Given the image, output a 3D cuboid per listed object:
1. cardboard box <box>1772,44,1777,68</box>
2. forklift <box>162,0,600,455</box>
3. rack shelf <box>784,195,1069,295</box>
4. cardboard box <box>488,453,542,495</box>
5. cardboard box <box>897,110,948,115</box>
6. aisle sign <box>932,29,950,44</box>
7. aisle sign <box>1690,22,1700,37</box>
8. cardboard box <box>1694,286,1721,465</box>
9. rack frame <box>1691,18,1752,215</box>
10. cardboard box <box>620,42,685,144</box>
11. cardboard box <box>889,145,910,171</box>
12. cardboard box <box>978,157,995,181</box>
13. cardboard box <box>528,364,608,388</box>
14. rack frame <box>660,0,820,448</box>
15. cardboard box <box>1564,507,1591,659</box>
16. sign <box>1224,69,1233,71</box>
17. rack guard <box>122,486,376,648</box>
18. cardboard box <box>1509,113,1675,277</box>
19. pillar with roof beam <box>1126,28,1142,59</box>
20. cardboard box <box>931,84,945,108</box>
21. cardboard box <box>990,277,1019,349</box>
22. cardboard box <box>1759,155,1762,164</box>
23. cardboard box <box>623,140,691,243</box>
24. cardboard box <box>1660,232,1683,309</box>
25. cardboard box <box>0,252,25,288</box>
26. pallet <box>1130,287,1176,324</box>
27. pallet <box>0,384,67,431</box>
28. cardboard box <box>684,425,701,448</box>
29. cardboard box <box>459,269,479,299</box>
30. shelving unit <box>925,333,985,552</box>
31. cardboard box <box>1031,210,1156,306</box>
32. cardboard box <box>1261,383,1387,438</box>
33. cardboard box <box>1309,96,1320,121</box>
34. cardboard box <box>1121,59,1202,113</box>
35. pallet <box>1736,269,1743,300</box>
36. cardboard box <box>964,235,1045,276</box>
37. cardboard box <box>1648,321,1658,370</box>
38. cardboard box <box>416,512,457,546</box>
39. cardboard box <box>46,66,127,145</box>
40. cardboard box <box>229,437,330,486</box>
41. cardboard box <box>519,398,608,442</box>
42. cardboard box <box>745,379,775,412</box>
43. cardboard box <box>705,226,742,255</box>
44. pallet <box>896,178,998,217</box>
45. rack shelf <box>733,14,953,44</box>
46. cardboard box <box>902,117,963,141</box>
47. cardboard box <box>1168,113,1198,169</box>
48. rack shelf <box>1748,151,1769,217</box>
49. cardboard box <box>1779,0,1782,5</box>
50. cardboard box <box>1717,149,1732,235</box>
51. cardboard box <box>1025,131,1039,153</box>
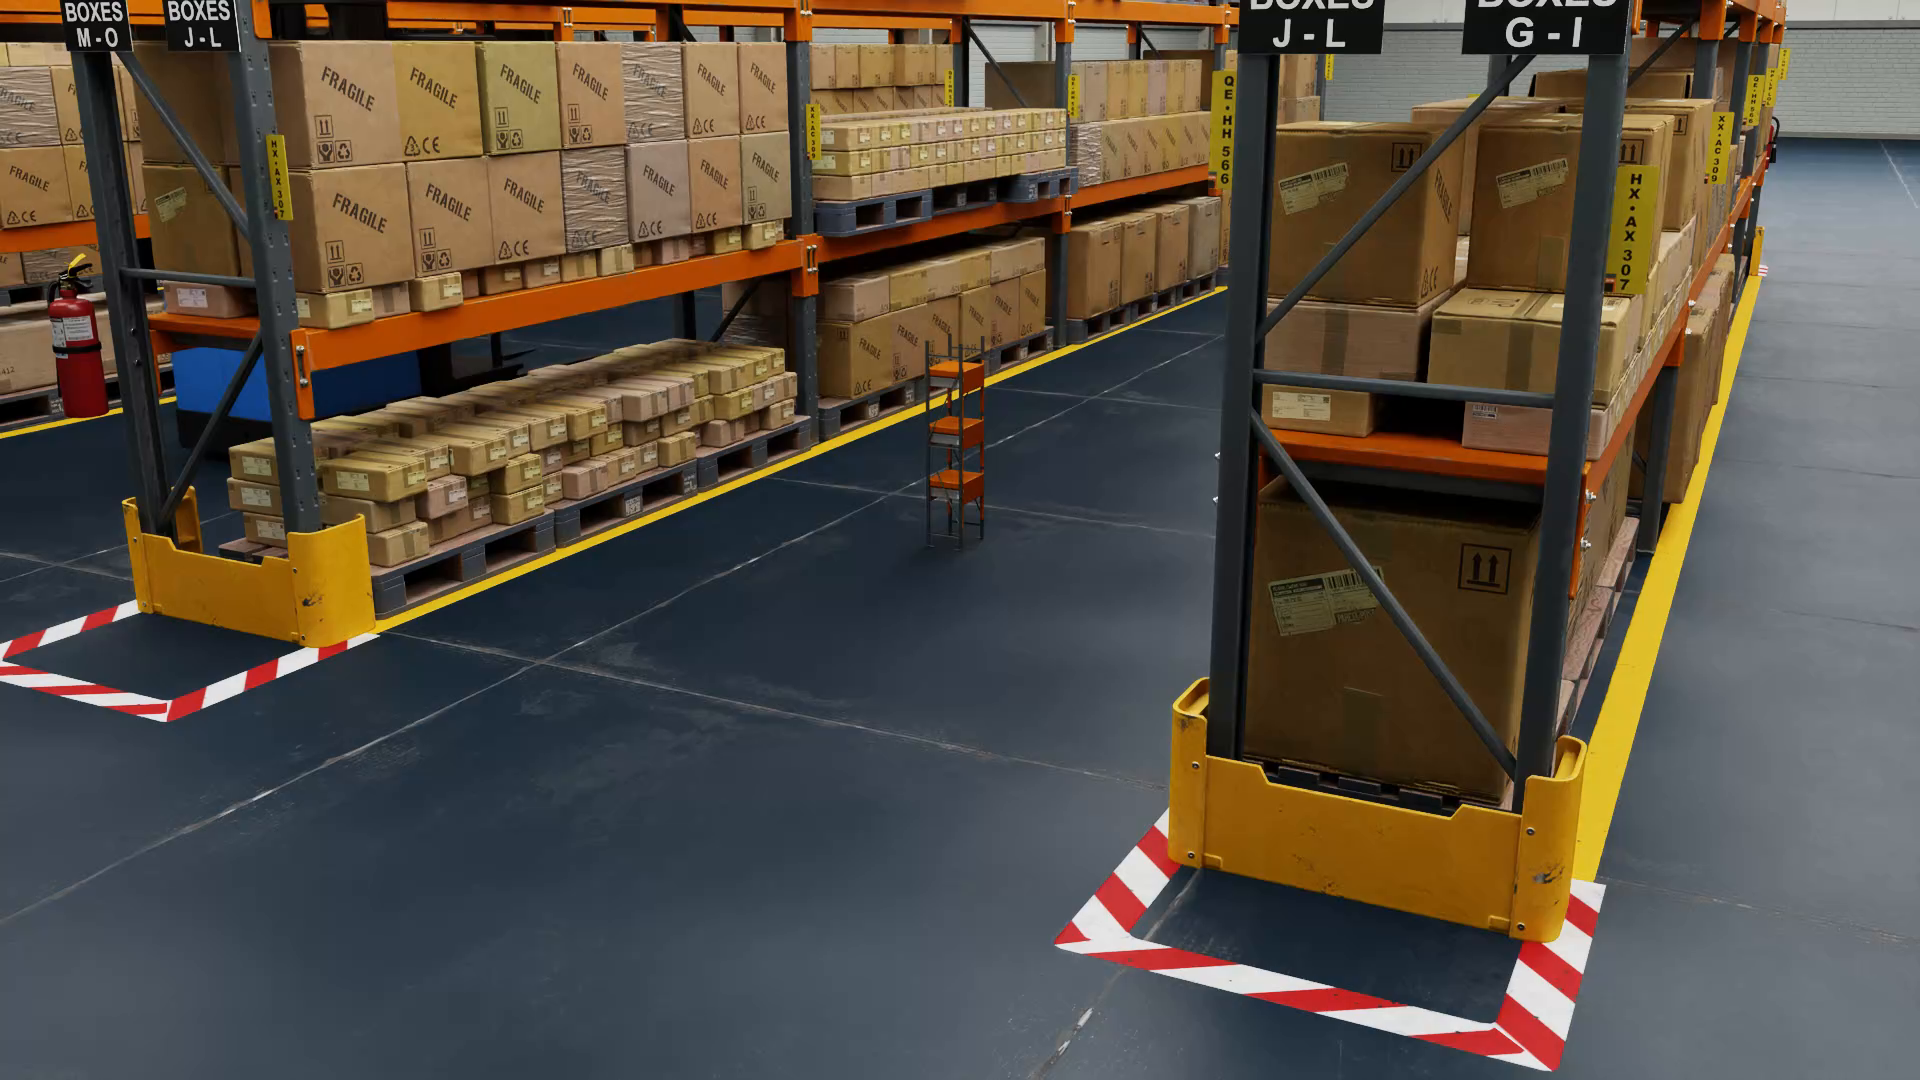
[{"bbox_3d":[7.917,-4.736,16.748,0.500,0.500,0.500,8,18,25],"label":"cardboard box"},{"bbox_3d":[-3.670,-2.225,10.866,1.130,2.935,3.031,8,19,26],"label":"forklift"},{"bbox_3d":[-0.475,-2.258,12.121,1.077,0.370,4.000,8,18,25],"label":"rack shelf"},{"bbox_3d":[-2.277,-0.340,8.149,0.380,0.149,0.250,9,19,27],"label":"cardboard box"},{"bbox_3d":[-0.311,-3.187,12.645,0.380,0.149,0.250,7,18,23],"label":"cardboard box"},{"bbox_3d":[-0.193,-6.979,22.187,0.394,0.787,0.004,8,18,25],"label":"aisle sign"},{"bbox_3d":[8.145,-5.793,18.195,0.394,0.787,0.004,8,18,25],"label":"aisle sign"},{"bbox_3d":[3.690,-1.013,9.659,1.225,0.875,0.875,7,18,23],"label":"cardboard box"},{"bbox_3d":[4.811,-2.455,11.523,1.000,3.000,0.127,8,18,25],"label":"rack frame"},{"bbox_3d":[-1.804,-2.348,8.707,0.500,0.500,0.500,9,19,27],"label":"cardboard box"},{"bbox_3d":[-0.552,-2.491,10.823,0.380,0.149,0.250,9,19,27],"label":"cardboard box"},{"bbox_3d":[0.032,-2.683,11.992,0.380,0.149,0.250,9,19,27],"label":"cardboard box"},{"bbox_3d":[-2.236,-0.895,9.493,0.380,0.149,0.250,9,19,27],"label":"cardboard box"},{"bbox_3d":[-1.368,-2.093,10.304,1.000,3.000,0.127,8,18,25],"label":"rack frame"},{"bbox_3d":[1.857,-0.005,6.268,0.875,0.875,0.875,8,18,25],"label":"cardboard box"},{"bbox_3d":[2.696,-4.582,16.787,0.100,0.325,0.005,8,18,25],"label":"sign"},{"bbox_3d":[-3.122,0.105,7.294,1.175,0.500,0.348,8,18,25],"label":"rack guard"},{"bbox_3d":[2.142,-1.196,5.706,0.500,0.500,0.500,8,18,24],"label":"cardboard box"},{"bbox_3d":[8.536,-14.763,42.424,9.100,9.000,0.400,8,18,25],"label":"pillar with roof beam"},{"bbox_3d":[-0.476,-5.771,21.988,0.500,0.500,0.500,8,18,24],"label":"cardboard box"},{"bbox_3d":[0.123,-1.783,12.910,0.500,0.500,0.500,9,19,28],"label":"cardboard box"},{"bbox_3d":[7.867,-3.878,16.755,0.380,0.149,0.250,8,18,25],"label":"cardboard box"},{"bbox_3d":[-1.788,-1.866,8.841,0.500,0.500,0.500,8,18,25],"label":"cardboard box"},{"bbox_3d":[2.604,-1.099,6.698,0.500,0.250,0.500,9,19,26],"label":"cardboard box"},{"bbox_3d":[-9.411,-2.689,15.962,0.500,0.500,0.500,8,18,24],"label":"cardboard box"},{"bbox_3d":[1.385,-2.276,15.817,1.003,0.211,1.213,8,18,25],"label":"pallet"},{"bbox_3d":[-6.796,-0.865,11.066,1.003,0.211,1.213,8,18,25],"label":"pallet"},{"bbox_3d":[-1.717,-0.602,9.553,0.380,0.149,0.250,8,18,24],"label":"cardboard box"},{"bbox_3d":[-2.480,-1.210,7.771,0.380,0.149,0.250,9,19,28],"label":"cardboard box"},{"bbox_3d":[-0.024,-0.490,8.329,0.215,1.050,0.252,8,18,25],"label":"shelving unit"},{"bbox_3d":[1.159,-2.602,15.230,1.050,0.750,0.750,8,19,26],"label":"cardboard box"},{"bbox_3d":[1.101,-0.430,5.144,0.380,0.149,0.250,8,19,26],"label":"cardboard box"},{"bbox_3d":[3.868,-5.121,20.236,0.875,0.550,0.550,8,18,25],"label":"cardboard box"},{"bbox_3d":[1.990,-4.531,16.580,0.700,0.500,0.500,8,18,24],"label":"cardboard box"},{"bbox_3d":[7.411,-2.625,16.991,1.003,0.211,1.213,8,18,25],"label":"pallet"},{"bbox_3d":[0.348,-2.267,13.225,0.500,0.250,0.500,8,18,24],"label":"cardboard box"},{"bbox_3d":[2.376,-0.738,6.181,0.380,0.149,0.250,8,18,24],"label":"cardboard box"},{"bbox_3d":[-2.592,-0.079,7.791,0.380,0.149,0.250,8,18,25],"label":"cardboard box"},{"bbox_3d":[-6.040,-2.941,11.226,0.500,0.500,0.500,8,18,25],"label":"cardboard box"},{"bbox_3d":[-3.146,-0.361,7.697,0.380,0.149,0.250,8,18,26],"label":"cardboard box"},{"bbox_3d":[-2.047,-0.622,8.576,0.380,0.149,0.250,8,19,26],"label":"cardboard box"},{"bbox_3d":[-1.335,-0.879,9.964,0.380,0.149,0.250,7,18,23],"label":"cardboard box"},{"bbox_3d":[-1.477,-1.730,9.523,0.380,0.149,0.250,9,19,28],"label":"cardboard box"},{"bbox_3d":[-0.429,-2.511,12.046,1.003,0.211,1.213,8,18,25],"label":"pallet"},{"bbox_3d":[-1.374,-6.338,20.589,1.077,0.370,4.000,8,18,25],"label":"rack shelf"},{"bbox_3d":[-0.204,-2.831,11.445,0.380,0.149,0.250,9,19,27],"label":"cardboard box"},{"bbox_3d":[1.986,-3.883,16.155,0.500,0.500,0.500,8,18,25],"label":"cardboard box"},{"bbox_3d":[7.492,-3.639,16.771,1.077,0.370,4.000,8,18,25],"label":"rack shelf"},{"bbox_3d":[7.492,-5.183,15.701,0.500,0.250,0.500,7,18,23],"label":"cardboard box"},{"bbox_3d":[4.584,-2.220,10.554,0.500,0.500,0.500,8,18,25],"label":"cardboard box"},{"bbox_3d":[0.373,-3.016,12.593,0.380,0.149,0.250,9,19,27],"label":"cardboard box"}]
